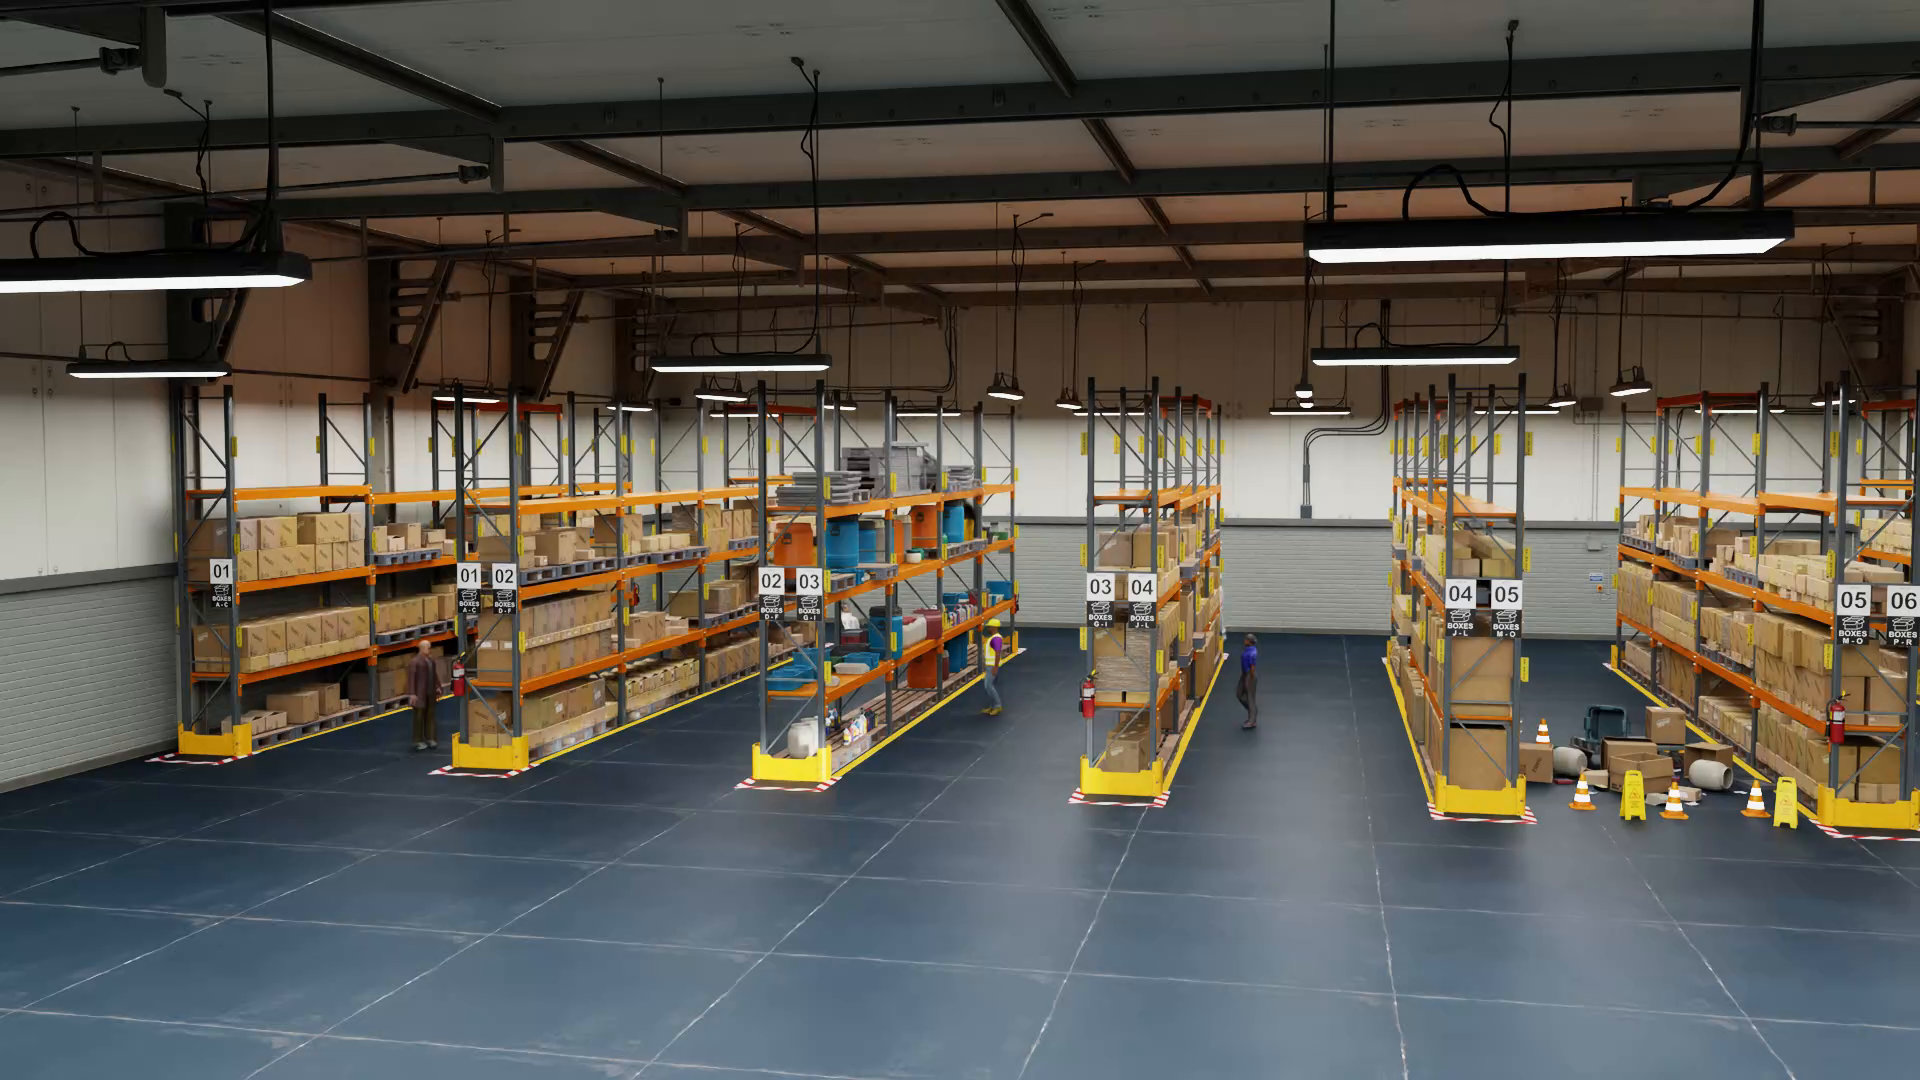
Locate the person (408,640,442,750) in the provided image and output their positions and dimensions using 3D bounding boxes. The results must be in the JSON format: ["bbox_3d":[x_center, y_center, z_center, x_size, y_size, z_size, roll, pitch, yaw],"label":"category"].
[{"bbox_3d":[-8.904,2.563,27.661,0.420,1.800,0.616,2,4,25],"label":"person"}]

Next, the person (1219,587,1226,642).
[{"bbox_3d":[6.399,1.759,42.102,0.570,1.737,1.061,3,4,45],"label":"person"}]

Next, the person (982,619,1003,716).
[{"bbox_3d":[0.602,2.371,31.185,0.388,1.784,0.618,0,3,-3],"label":"person"}]

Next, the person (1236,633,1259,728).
[{"bbox_3d":[5.204,2.500,29.823,0.417,1.668,0.544,-1,3,-10],"label":"person"}]

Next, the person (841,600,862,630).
[{"bbox_3d":[-2.296,2.150,35.652,0.621,1.704,0.580,3,4,40],"label":"person"}]
